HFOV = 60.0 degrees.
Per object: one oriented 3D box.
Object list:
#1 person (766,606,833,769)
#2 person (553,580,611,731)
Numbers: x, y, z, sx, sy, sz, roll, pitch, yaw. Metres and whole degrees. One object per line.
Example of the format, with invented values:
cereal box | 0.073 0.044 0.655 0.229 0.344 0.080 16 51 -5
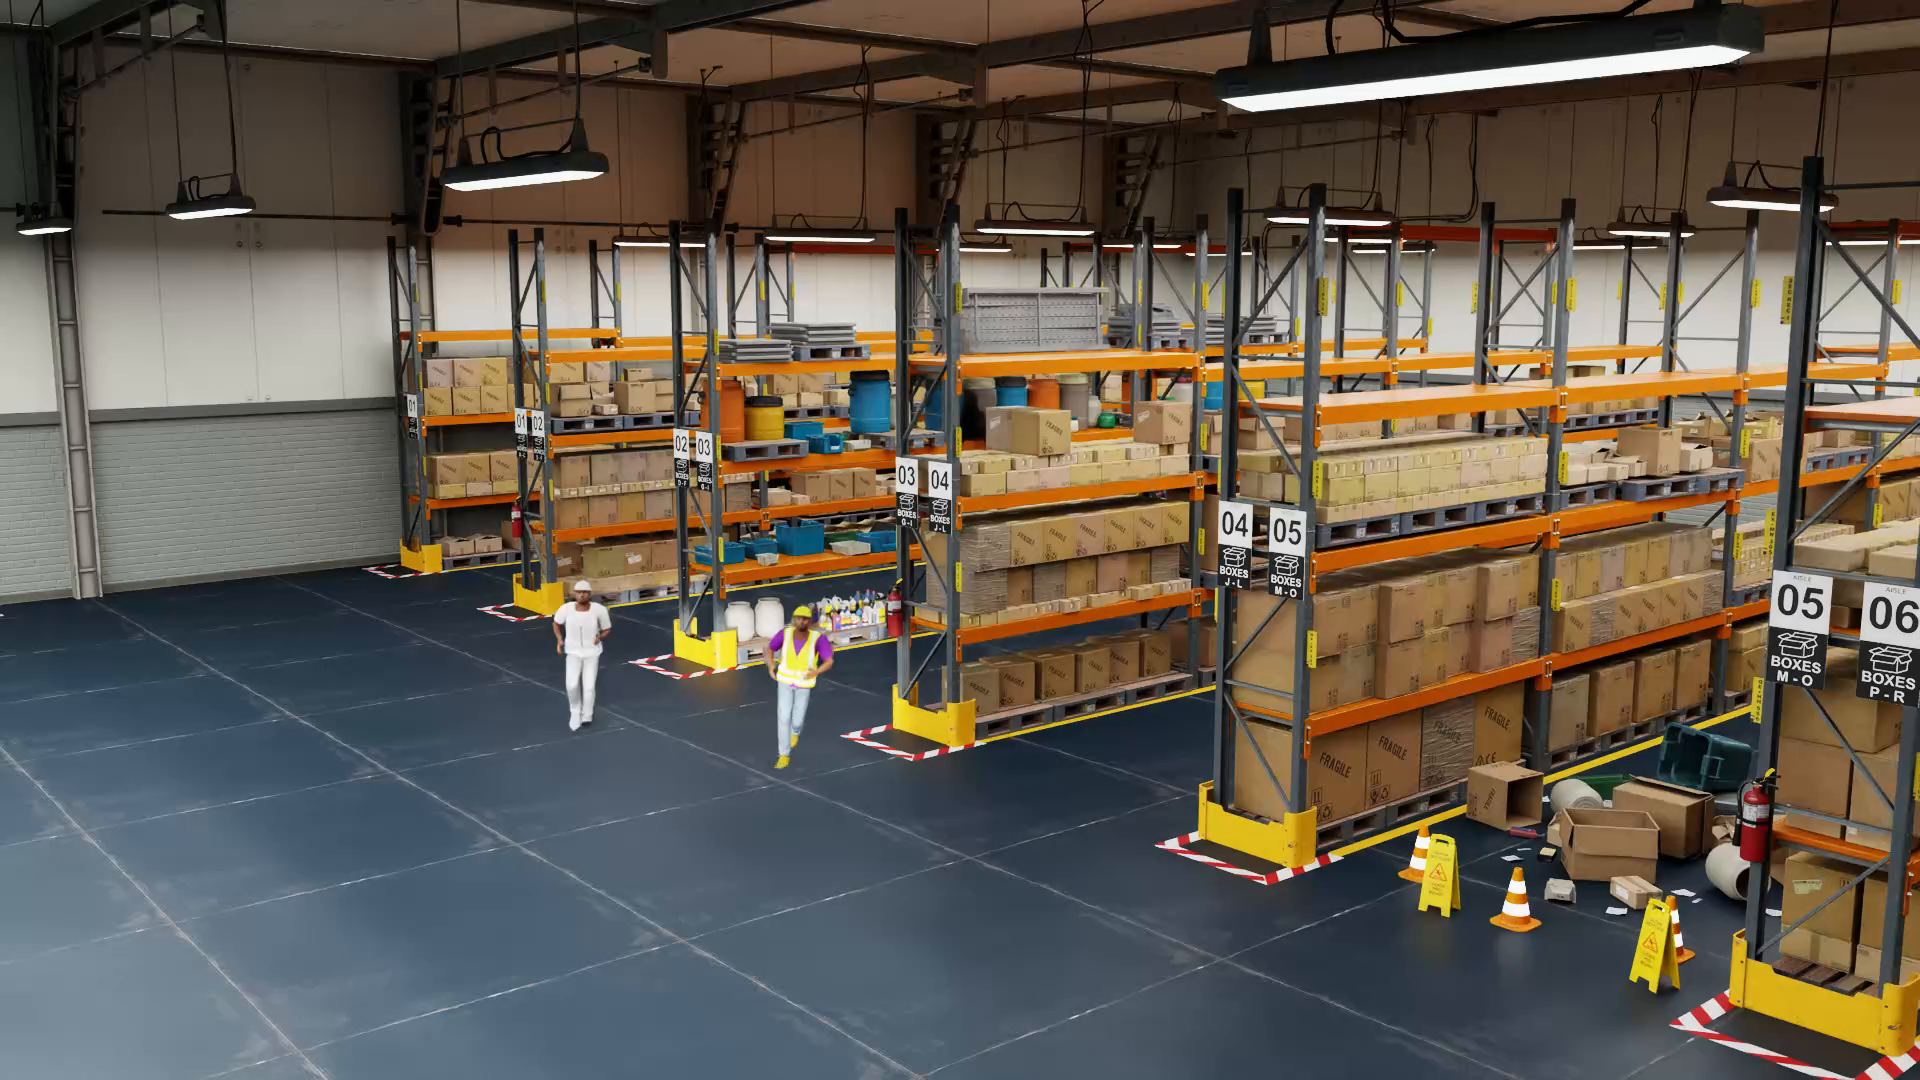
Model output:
person | -1.752 1.558 18.136 0.748 1.732 0.787 0 9 3
person | -4.391 1.345 19.357 0.673 1.770 0.700 -2 9 -11
